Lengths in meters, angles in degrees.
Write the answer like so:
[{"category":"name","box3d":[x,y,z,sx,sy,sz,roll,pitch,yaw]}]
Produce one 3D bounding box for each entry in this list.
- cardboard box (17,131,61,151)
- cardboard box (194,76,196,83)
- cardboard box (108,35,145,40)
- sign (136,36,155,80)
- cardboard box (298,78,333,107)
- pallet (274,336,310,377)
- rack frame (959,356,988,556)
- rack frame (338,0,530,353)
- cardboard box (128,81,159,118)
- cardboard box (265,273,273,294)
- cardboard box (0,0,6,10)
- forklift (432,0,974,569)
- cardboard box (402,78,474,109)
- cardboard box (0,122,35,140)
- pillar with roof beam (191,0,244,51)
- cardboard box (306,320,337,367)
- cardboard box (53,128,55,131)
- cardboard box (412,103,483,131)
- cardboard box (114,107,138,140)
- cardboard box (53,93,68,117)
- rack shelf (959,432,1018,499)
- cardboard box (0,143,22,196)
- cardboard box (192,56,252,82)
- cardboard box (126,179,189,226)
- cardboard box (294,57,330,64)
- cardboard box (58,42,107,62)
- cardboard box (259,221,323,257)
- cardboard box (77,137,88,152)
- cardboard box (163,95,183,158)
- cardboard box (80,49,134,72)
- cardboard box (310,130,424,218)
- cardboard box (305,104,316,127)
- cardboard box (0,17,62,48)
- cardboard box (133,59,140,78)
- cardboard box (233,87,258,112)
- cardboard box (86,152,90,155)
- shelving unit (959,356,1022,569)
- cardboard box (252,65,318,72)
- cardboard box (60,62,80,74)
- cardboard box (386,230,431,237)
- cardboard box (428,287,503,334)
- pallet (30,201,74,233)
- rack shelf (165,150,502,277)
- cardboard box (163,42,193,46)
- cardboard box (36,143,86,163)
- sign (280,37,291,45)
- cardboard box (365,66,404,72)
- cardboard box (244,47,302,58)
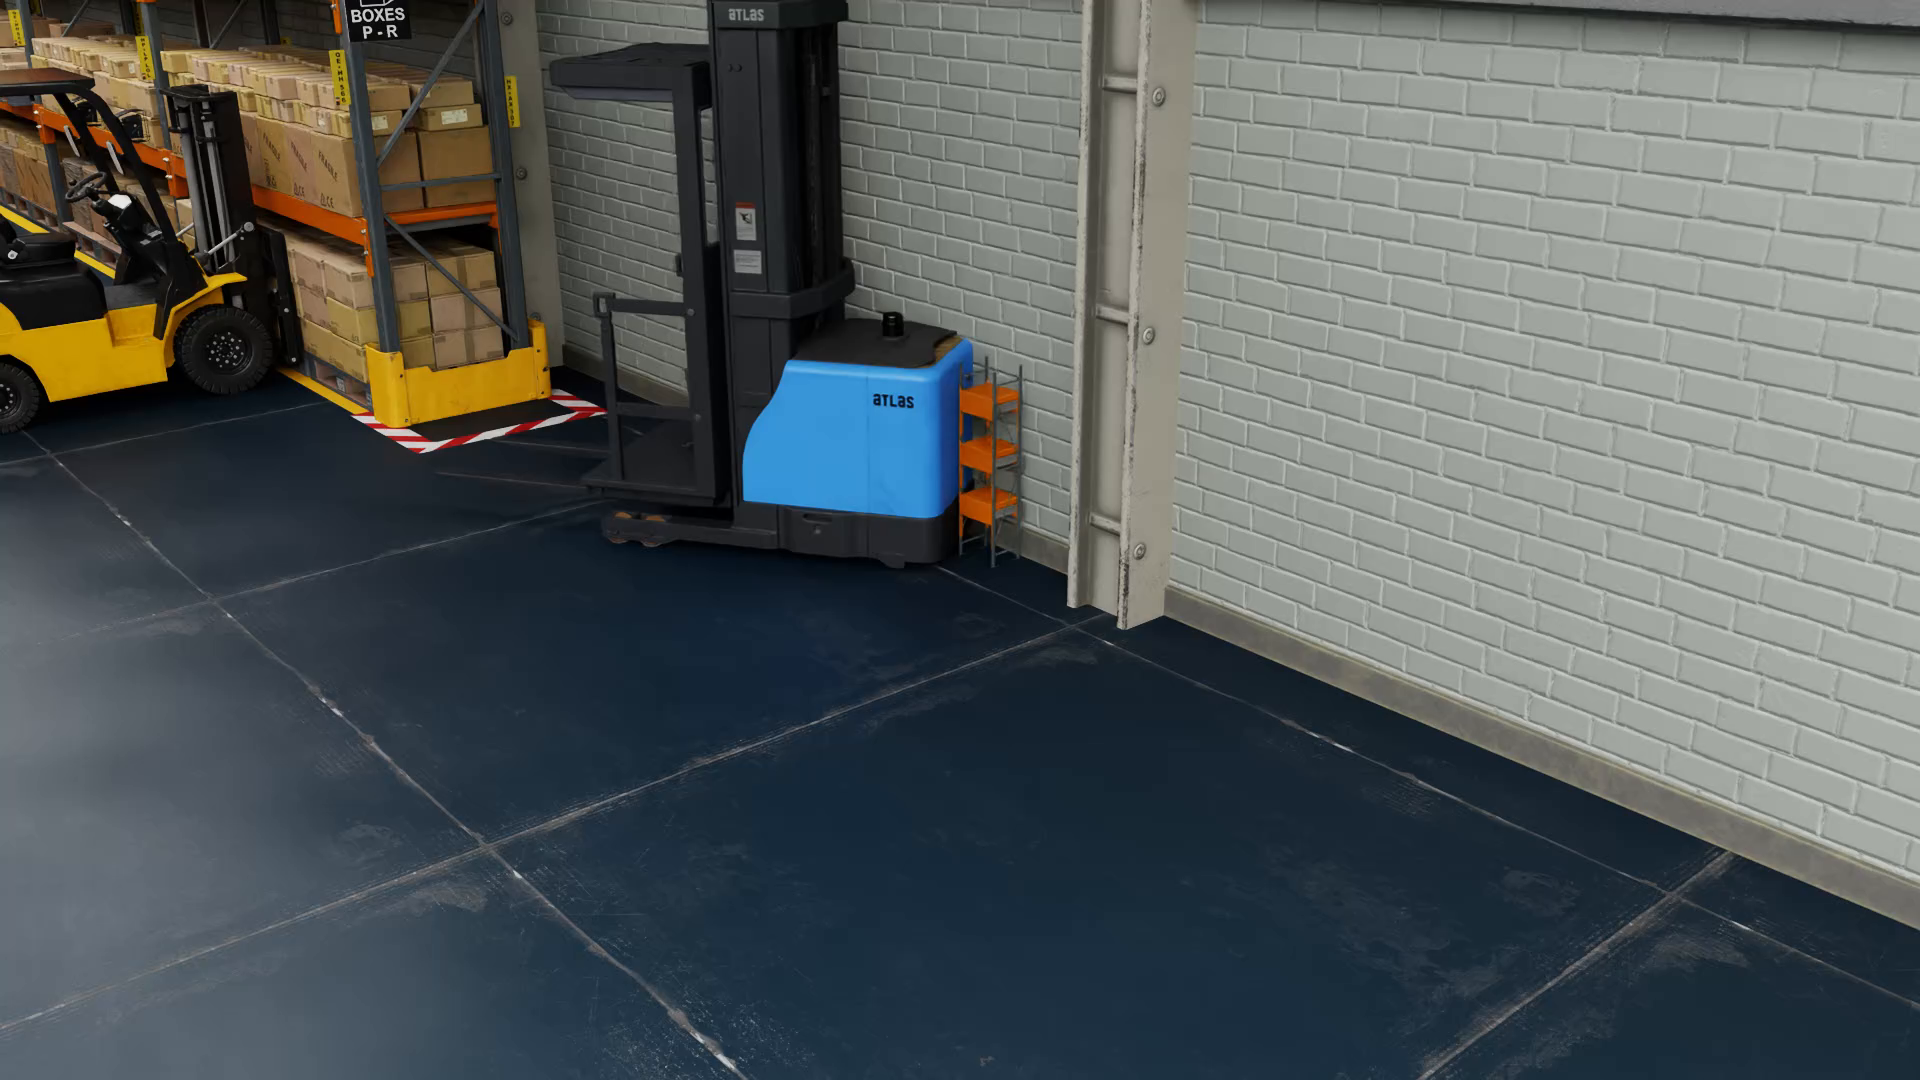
[{"category":"cardboard box","box3d":[-9.755,-4.235,17.645,0.380,0.149,0.250,-18,28,-38]},{"category":"cardboard box","box3d":[-5.618,-3.477,12.723,0.380,0.149,0.250,-18,27,-38]},{"category":"cardboard box","box3d":[-7.978,-4.782,16.055,0.380,0.149,0.250,-17,27,-36]},{"category":"sign","box3d":[-6.393,-3.786,13.059,0.100,0.325,0.005,-17,27,-37]},{"category":"cardboard box","box3d":[-4.147,-2.973,11.028,0.380,0.149,0.250,-17,27,-36]},{"category":"pallet","box3d":[-4.700,-1.551,12.654,1.003,0.211,1.213,-17,27,-37]},{"category":"rack frame","box3d":[0.070,-0.429,8.638,0.200,1.050,0.008,-19,28,-40]},{"category":"rack frame","box3d":[-3.377,-2.311,10.771,1.000,3.000,0.127,-17,27,-37]},{"category":"cardboard box","box3d":[-6.503,-3.654,13.720,0.500,0.250,0.500,-18,28,-39]},{"category":"cardboard box","box3d":[-4.928,-1.937,12.325,0.500,0.250,0.500,-18,27,-38]},{"category":"cardboard box","box3d":[-11.981,-6.519,20.284,0.500,0.500,0.500,-18,28,-39]},{"category":"forklift","box3d":[-1.421,-1.503,8.803,3.031,2.935,1.130,6,22,15]},{"category":"cardboard box","box3d":[-3.435,-2.942,10.947,0.380,0.149,0.250,-18,28,-38]},{"category":"cardboard box","box3d":[-10.438,-4.521,18.376,0.380,0.149,0.250,-18,27,-38]},{"category":"pillar with roof beam","box3d":[-10.327,-6.144,12.332,9.100,9.000,0.400,-17,27,-37]},{"category":"cardboard box","box3d":[-4.241,-1.420,11.692,0.500,0.250,0.500,-17,27,-37]},{"category":"cardboard box","box3d":[-9.875,-4.579,18.525,0.380,0.149,0.250,-17,27,-37]},{"category":"cardboard box","box3d":[-3.402,-2.815,11.032,0.380,0.149,0.250,-18,28,-39]},{"category":"cardboard box","box3d":[-6.848,-3.561,14.168,0.500,0.250,0.500,-18,27,-38]},{"category":"cardboard box","box3d":[-8.170,-4.130,15.622,0.500,0.250,0.500,-18,28,-39]},{"category":"rack shelf","box3d":[0.154,-0.387,8.559,0.215,0.259,0.240,-19,28,-40]},{"category":"cardboard box","box3d":[-10.054,-4.042,18.043,0.500,0.500,0.500,-19,28,-39]},{"category":"cardboard box","box3d":[-5.502,-3.530,12.449,0.380,0.149,0.250,-17,27,-36]},{"category":"cardboard box","box3d":[-6.838,-2.864,14.863,0.875,0.625,0.625,-18,28,-38]},{"category":"cardboard box","box3d":[-4.740,-3.525,12.437,0.380,0.149,0.250,-18,28,-38]},{"category":"cardboard box","box3d":[-8.072,-4.504,15.344,0.380,0.149,0.250,-17,27,-37]},{"category":"cardboard box","box3d":[-4.914,-2.163,12.217,0.500,0.250,0.500,-18,28,-38]},{"category":"cardboard box","box3d":[-9.080,-4.203,17.563,0.380,0.149,0.250,-17,27,-37]},{"category":"cardboard box","box3d":[-5.897,-3.278,13.103,0.500,0.500,0.500,-18,28,-39]},{"category":"cardboard box","box3d":[-7.468,-4.207,14.585,0.380,0.149,0.250,-18,28,-39]},{"category":"cardboard box","box3d":[-3.898,-2.431,10.940,0.500,0.500,0.500,-18,28,-39]},{"category":"cardboard box","box3d":[-4.128,-2.838,11.091,0.380,0.149,0.250,-17,27,-36]},{"category":"cardboard box","box3d":[-9.805,-5.172,17.358,0.797,0.503,0.637,-18,28,-39]},{"category":"cardboard box","box3d":[-6.682,-3.953,13.938,0.380,0.149,0.250,-17,27,-37]},{"category":"cardboard box","box3d":[-4.985,-3.182,11.969,0.380,0.149,0.250,-18,28,-38]},{"category":"cardboard box","box3d":[-8.968,-3.876,17.619,0.500,0.500,0.500,-17,27,-37]},{"category":"shelving unit","box3d":[0.154,-0.396,8.555,0.215,1.050,0.252,-19,28,-40]},{"category":"cardboard box","box3d":[-4.777,-3.269,11.783,0.380,0.149,0.250,-17,27,-37]},{"category":"cardboard box","box3d":[-7.841,-4.216,15.155,0.500,0.250,0.500,-18,28,-39]},{"category":"cardboard box","box3d":[-4.195,-2.147,12.177,0.500,0.250,0.500,-18,27,-38]},{"category":"cardboard box","box3d":[-3.527,-1.638,11.563,0.500,0.250,0.500,-17,27,-36]},{"category":"pallet","box3d":[-9.058,-3.438,17.473,1.003,0.211,1.213,-17,27,-37]},{"category":"rack shelf","box3d":[-4.683,-2.529,12.313,1.077,0.370,4.000,-17,27,-37]},{"category":"cardboard box","box3d":[-7.305,-4.505,15.347,0.380,0.149,0.250,-18,28,-38]},{"category":"cardboard box","box3d":[-9.114,-3.931,16.870,0.380,0.149,0.250,-19,28,-40]},{"category":"sign","box3d":[-5.569,-3.989,13.759,0.100,0.325,0.005,-17,27,-37]},{"category":"cardboard box","box3d":[-4.104,-3.230,11.684,0.380,0.149,0.250,-16,27,-36]},{"category":"cardboard box","box3d":[-5.419,-3.808,13.158,0.380,0.149,0.250,-18,28,-39]}]
